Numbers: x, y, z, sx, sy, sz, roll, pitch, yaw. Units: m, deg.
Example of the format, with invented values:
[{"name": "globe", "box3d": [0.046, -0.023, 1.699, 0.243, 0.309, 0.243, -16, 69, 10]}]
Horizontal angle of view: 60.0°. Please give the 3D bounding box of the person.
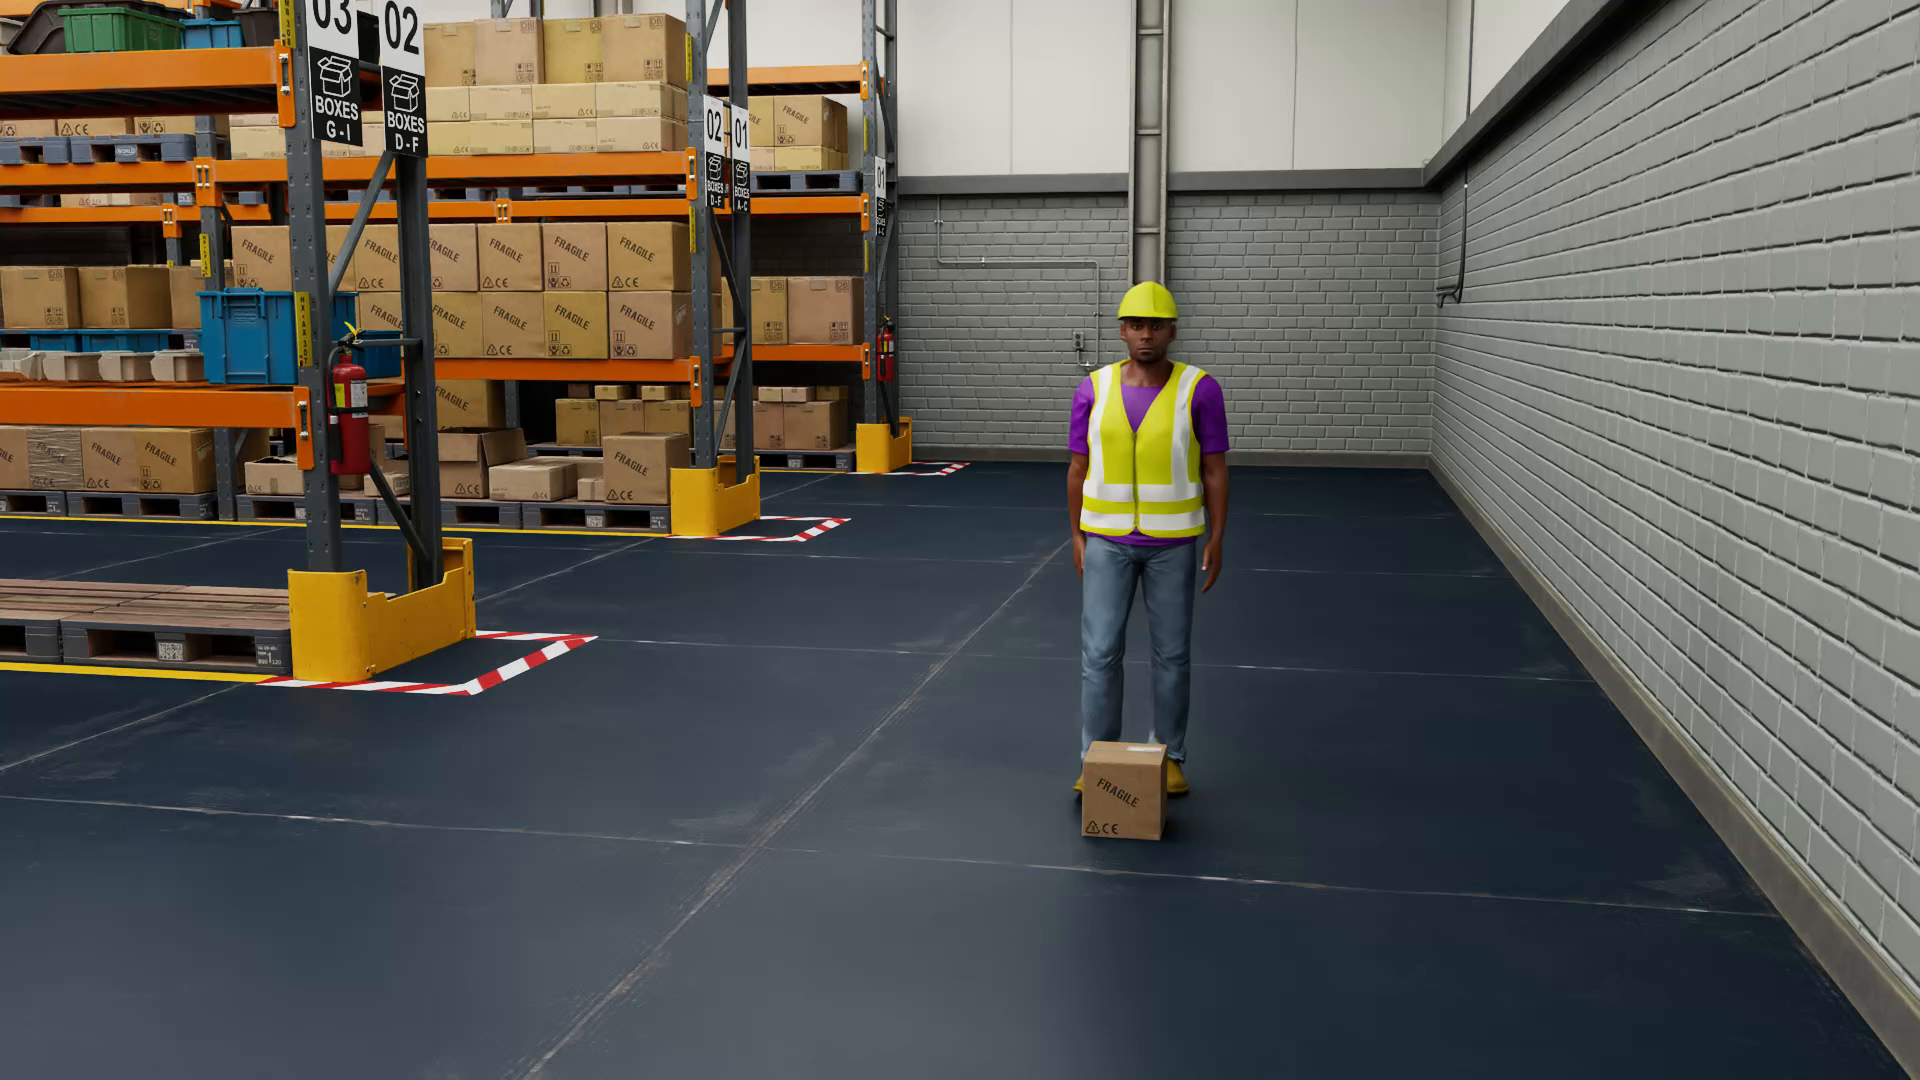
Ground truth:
[{"name": "person", "box3d": [0.630, 0.006, 5.708, 0.566, 1.769, 0.448, 2, 8, 13]}]
